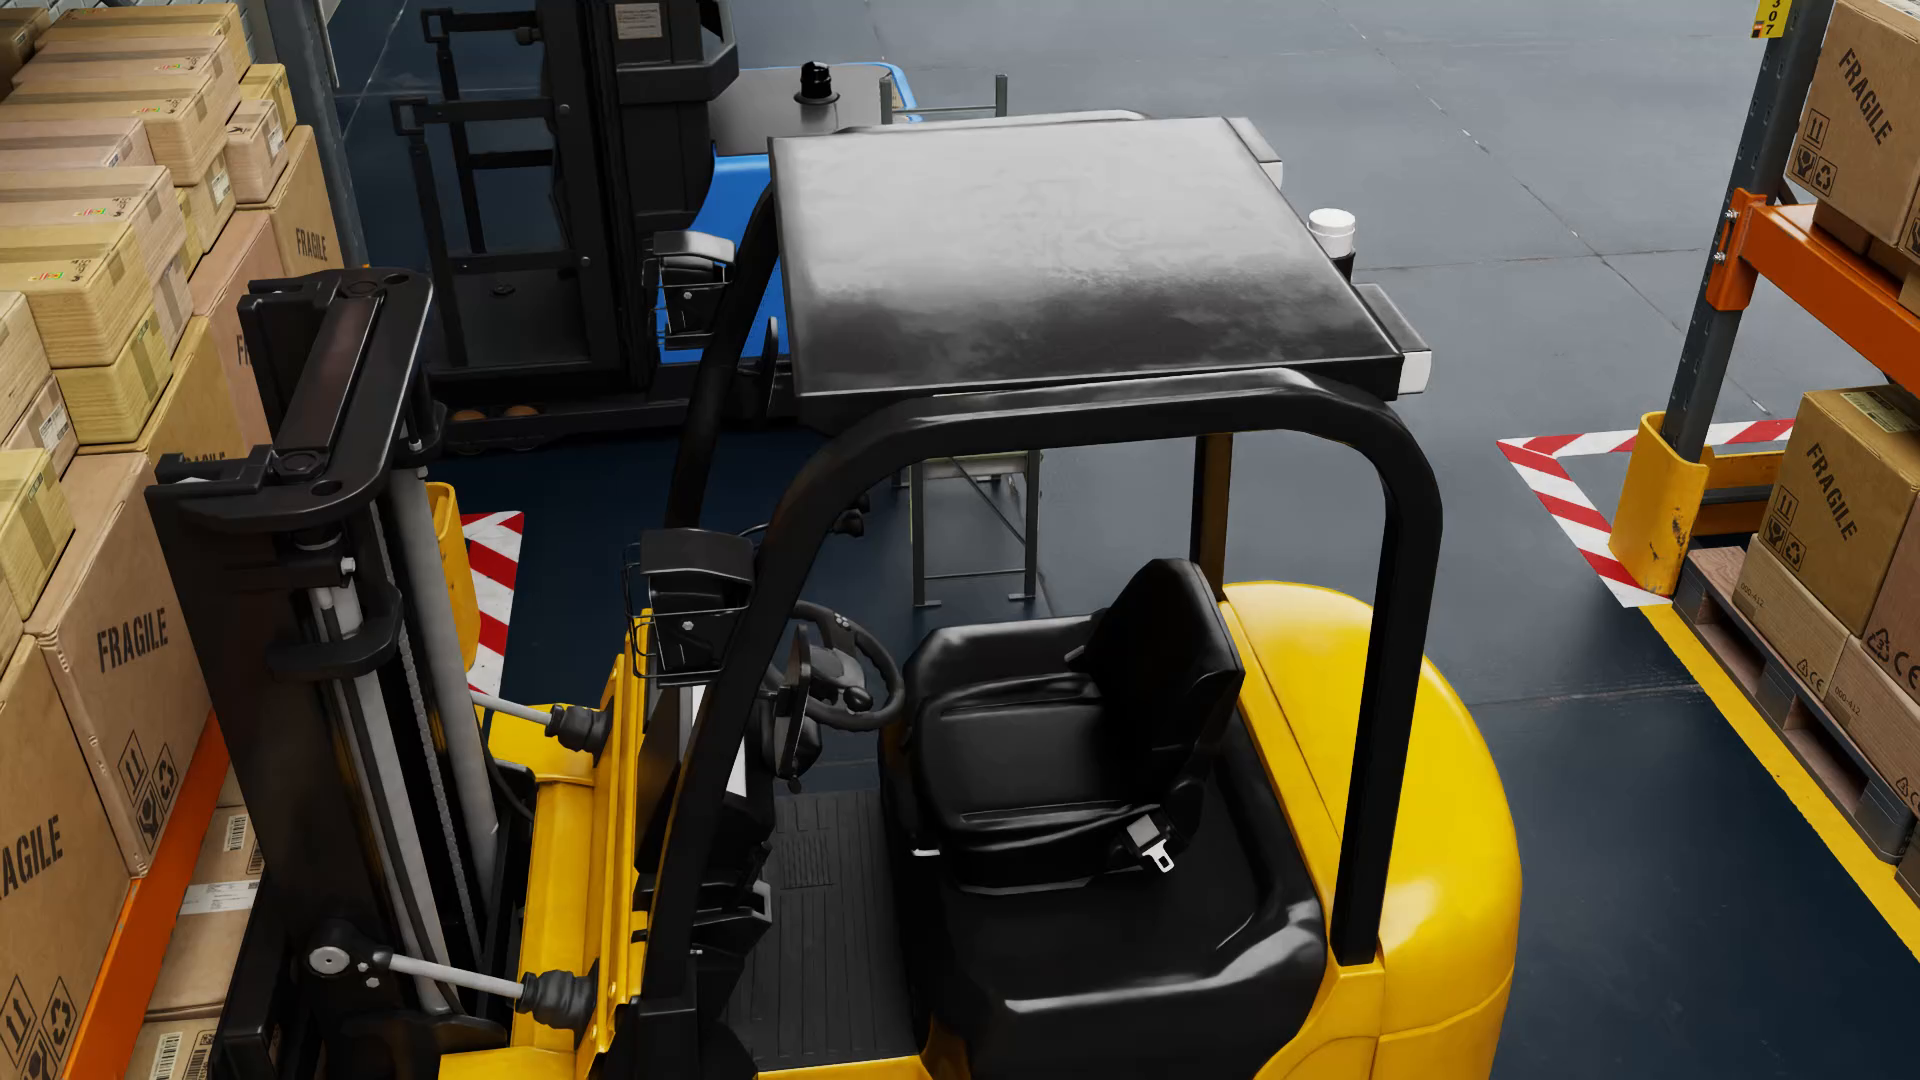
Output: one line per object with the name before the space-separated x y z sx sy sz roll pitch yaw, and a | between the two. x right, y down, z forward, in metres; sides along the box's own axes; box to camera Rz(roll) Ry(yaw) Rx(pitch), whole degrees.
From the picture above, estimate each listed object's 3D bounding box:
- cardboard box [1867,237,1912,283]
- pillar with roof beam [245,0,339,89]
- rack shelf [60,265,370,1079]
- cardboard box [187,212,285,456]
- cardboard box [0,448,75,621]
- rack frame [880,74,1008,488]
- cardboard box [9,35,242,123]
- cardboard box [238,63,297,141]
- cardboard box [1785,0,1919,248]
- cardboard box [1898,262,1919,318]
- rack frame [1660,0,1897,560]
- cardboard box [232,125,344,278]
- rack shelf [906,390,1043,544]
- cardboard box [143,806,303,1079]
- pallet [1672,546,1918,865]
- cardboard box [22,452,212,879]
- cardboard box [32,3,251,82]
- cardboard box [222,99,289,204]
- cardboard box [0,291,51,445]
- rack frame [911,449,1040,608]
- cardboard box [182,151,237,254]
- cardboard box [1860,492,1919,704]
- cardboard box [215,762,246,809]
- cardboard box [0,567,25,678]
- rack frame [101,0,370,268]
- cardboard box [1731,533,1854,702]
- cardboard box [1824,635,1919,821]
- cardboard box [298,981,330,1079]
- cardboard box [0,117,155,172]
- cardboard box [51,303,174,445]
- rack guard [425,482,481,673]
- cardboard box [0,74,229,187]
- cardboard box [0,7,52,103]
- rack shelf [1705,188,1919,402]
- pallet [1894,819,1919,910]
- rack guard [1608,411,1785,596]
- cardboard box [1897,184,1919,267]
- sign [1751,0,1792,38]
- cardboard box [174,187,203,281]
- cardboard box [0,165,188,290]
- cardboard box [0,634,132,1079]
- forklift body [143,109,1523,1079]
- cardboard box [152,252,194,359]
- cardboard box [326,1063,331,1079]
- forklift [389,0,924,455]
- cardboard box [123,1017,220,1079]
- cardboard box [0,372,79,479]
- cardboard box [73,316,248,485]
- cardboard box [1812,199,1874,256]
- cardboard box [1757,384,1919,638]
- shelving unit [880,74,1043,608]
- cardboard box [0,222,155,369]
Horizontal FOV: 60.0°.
cardboard box | 2.701 -0.785 4.461 0.380 0.149 0.250 -4 34 -6
pillar with roof beam | 0.553 -6.552 7.374 9.100 9.000 0.400 -4 35 -6
rack shelf | -1.837 0.557 2.907 1.077 0.370 4.000 -4 35 -6
cardboard box | -1.719 -0.352 3.515 0.500 0.500 0.500 -3 34 -5
cardboard box | -1.539 0.005 2.415 0.380 0.149 0.250 -5 35 -7
rack frame | -0.050 -0.828 5.633 0.400 1.500 0.023 -4 35 -6
cardboard box | -1.785 -0.969 3.579 0.380 0.149 0.250 -4 35 -6
cardboard box | -1.782 -0.993 3.879 0.380 0.149 0.250 -4 34 -6
cardboard box | 2.601 -1.113 4.366 0.500 0.500 0.500 -5 35 -7
cardboard box | 2.656 -0.631 4.235 0.380 0.149 0.250 -5 35 -8
rack frame | 2.812 -1.234 4.897 1.000 3.000 0.127 -4 35 -6
cardboard box | -1.780 -0.643 3.940 0.500 0.500 0.500 -5 35 -7
rack shelf | -0.001 -0.354 5.517 0.431 0.370 0.720 -4 35 -6
cardboard box | -1.522 0.776 3.129 0.500 0.250 0.500 -5 35 -7
pallet | 2.896 0.417 4.951 1.003 0.211 1.213 -4 35 -6
cardboard box | -1.571 0.213 2.685 0.500 0.500 0.500 -4 34 -6
cardboard box | -1.849 -1.104 3.778 0.380 0.149 0.250 -4 35 -6
cardboard box | -1.718 -0.853 3.673 0.380 0.149 0.250 -4 34 -6
cardboard box | -1.637 -0.249 2.523 0.380 0.149 0.250 -4 34 -6
rack frame | 0.048 -0.419 5.033 0.400 1.500 0.023 -4 35 -6
cardboard box | -1.744 -0.703 3.454 0.380 0.149 0.250 -4 34 -5
cardboard box | 2.725 0.195 4.204 0.500 0.500 0.500 -6 35 -8
cardboard box | -1.583 0.492 3.545 0.500 0.250 0.500 -4 34 -6
cardboard box | -1.494 0.153 2.198 0.380 0.149 0.250 -5 35 -8
rack frame | -2.106 -0.856 4.342 1.000 3.000 0.127 -4 35 -6
cardboard box | 2.646 0.200 4.862 0.500 0.250 0.500 -5 35 -7
cardboard box | 2.708 0.485 4.443 0.500 0.250 0.500 -3 34 -5
cardboard box | -1.520 0.995 3.251 0.500 0.250 0.500 -4 35 -7
cardboard box | -1.763 -0.681 3.156 0.380 0.149 0.250 -4 34 -6
cardboard box | -1.585 -0.279 2.831 0.380 0.149 0.250 -4 34 -6
rack guard | -2.109 0.164 5.066 1.175 0.500 0.348 -4 35 -6
cardboard box | -1.723 -0.825 3.368 0.380 0.149 0.250 -4 34 -5
cardboard box | -2.273 -1.085 3.749 0.380 0.149 0.250 -5 35 -7
rack shelf | 3.081 0.179 3.462 1.077 0.370 4.000 -4 35 -6
pallet | 3.057 1.096 3.954 1.003 0.211 1.213 -4 35 -6
rack guard | 2.822 -0.159 5.539 1.175 0.500 0.348 -4 35 -6
cardboard box | 2.674 -0.824 3.943 0.500 0.500 0.500 -3 34 -5
sign | 2.274 -1.551 4.593 0.100 0.325 0.005 -4 35 -6
cardboard box | -1.722 -0.564 3.249 0.380 0.149 0.250 -5 35 -7
cardboard box | -1.618 -0.544 2.955 0.380 0.149 0.250 -4 34 -5
cardboard box | -1.525 0.496 2.270 0.500 0.500 0.500 -5 35 -7
forklift body | -0.043 0.415 3.231 2.313 2.155 1.214 -4 35 -6
cardboard box | -1.639 -0.419 3.036 0.380 0.149 0.250 -5 35 -8
cardboard box | -1.522 1.191 3.407 0.500 0.250 0.500 -3 34 -5
forklift | -1.637 -1.848 5.860 3.031 2.935 1.130 -5 35 -8
cardboard box | -1.459 1.069 2.698 0.500 0.250 0.500 -3 34 -5
cardboard box | -1.641 -0.133 2.617 0.380 0.149 0.250 -5 35 -7
cardboard box | -1.650 -0.066 3.095 0.500 0.500 0.500 -5 35 -7
cardboard box | 2.653 -0.925 4.667 0.380 0.149 0.250 -4 35 -6
cardboard box | 2.650 -0.097 4.631 0.500 0.500 0.500 -5 35 -8
shelving unit | -0.001 -0.623 5.333 0.431 1.500 0.755 -4 35 -6
cardboard box | -1.578 -0.400 2.744 0.380 0.149 0.250 -4 34 -5
